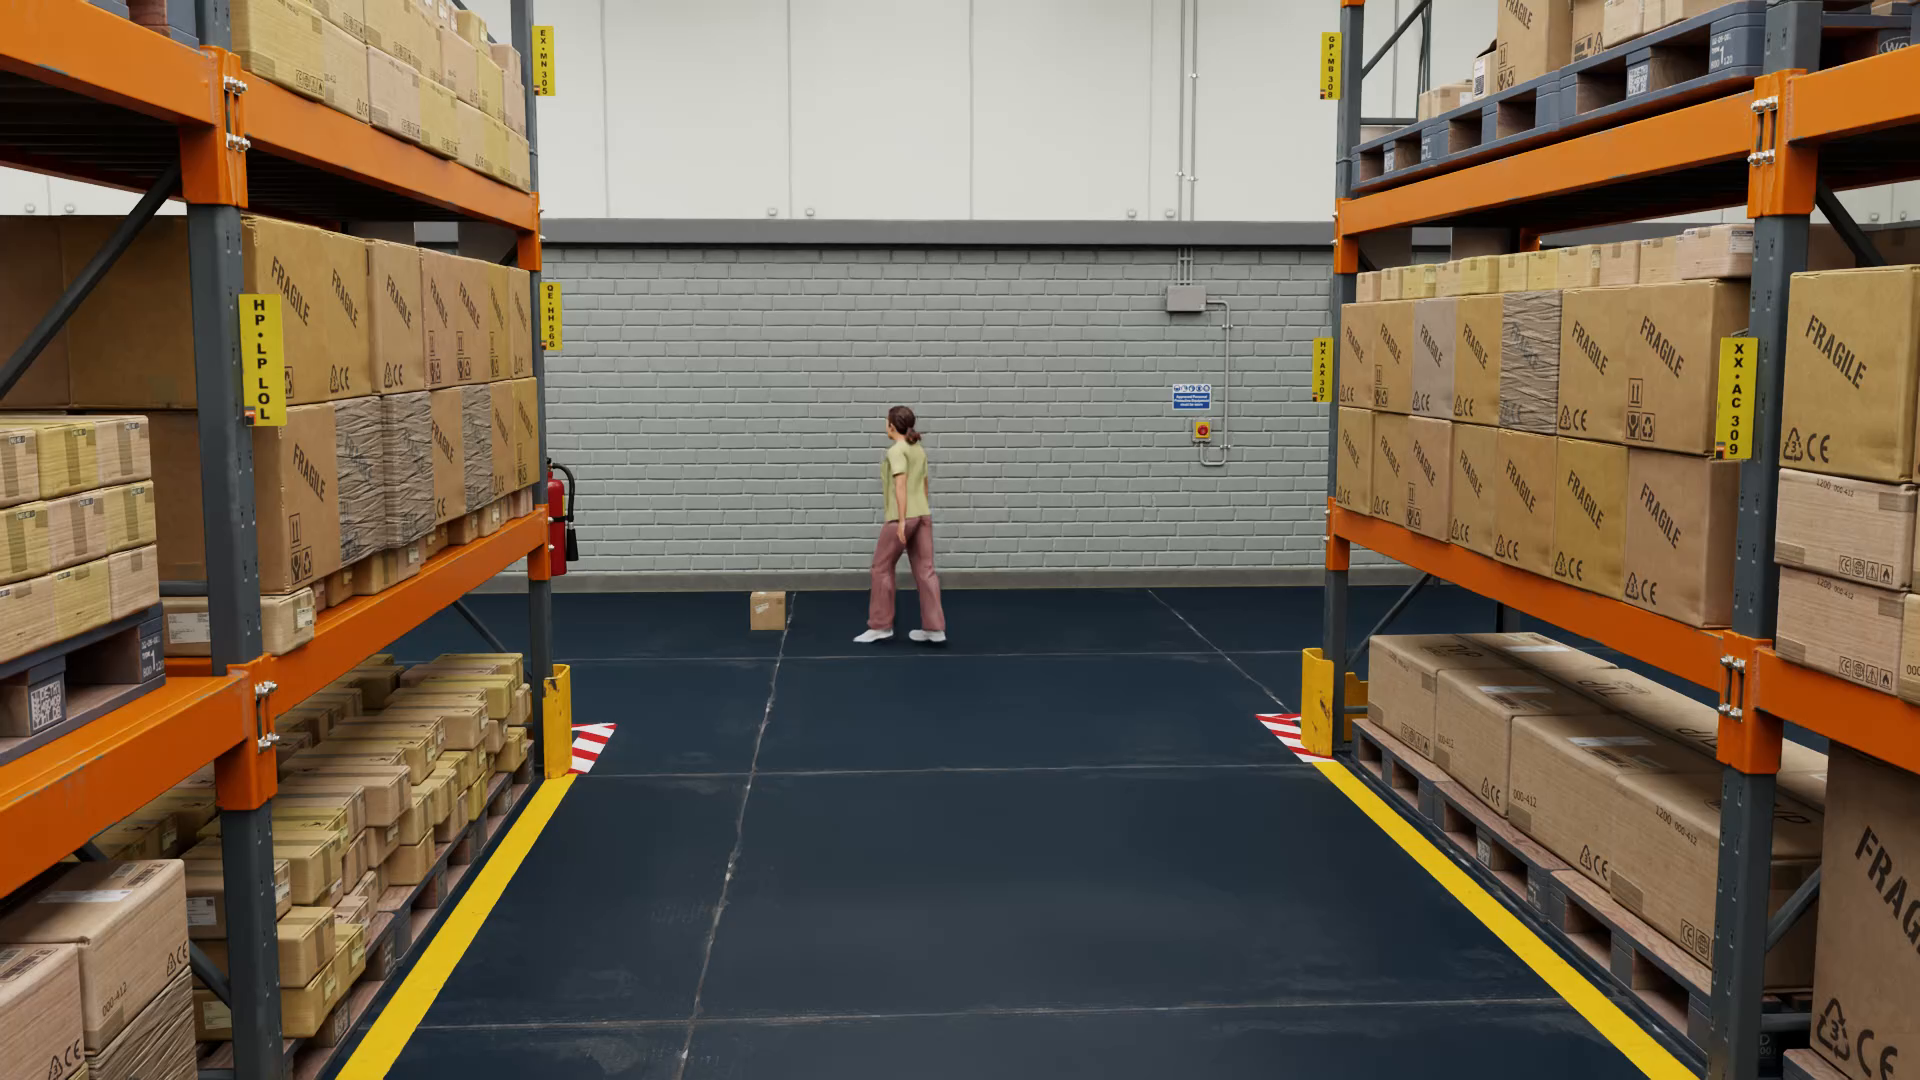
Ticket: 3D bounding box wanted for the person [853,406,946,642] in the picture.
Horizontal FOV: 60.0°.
[{"bbox_3d":[-0.370,-0.094,11.658,0.690,1.690,0.479,5,9,38],"label":"person"}]
